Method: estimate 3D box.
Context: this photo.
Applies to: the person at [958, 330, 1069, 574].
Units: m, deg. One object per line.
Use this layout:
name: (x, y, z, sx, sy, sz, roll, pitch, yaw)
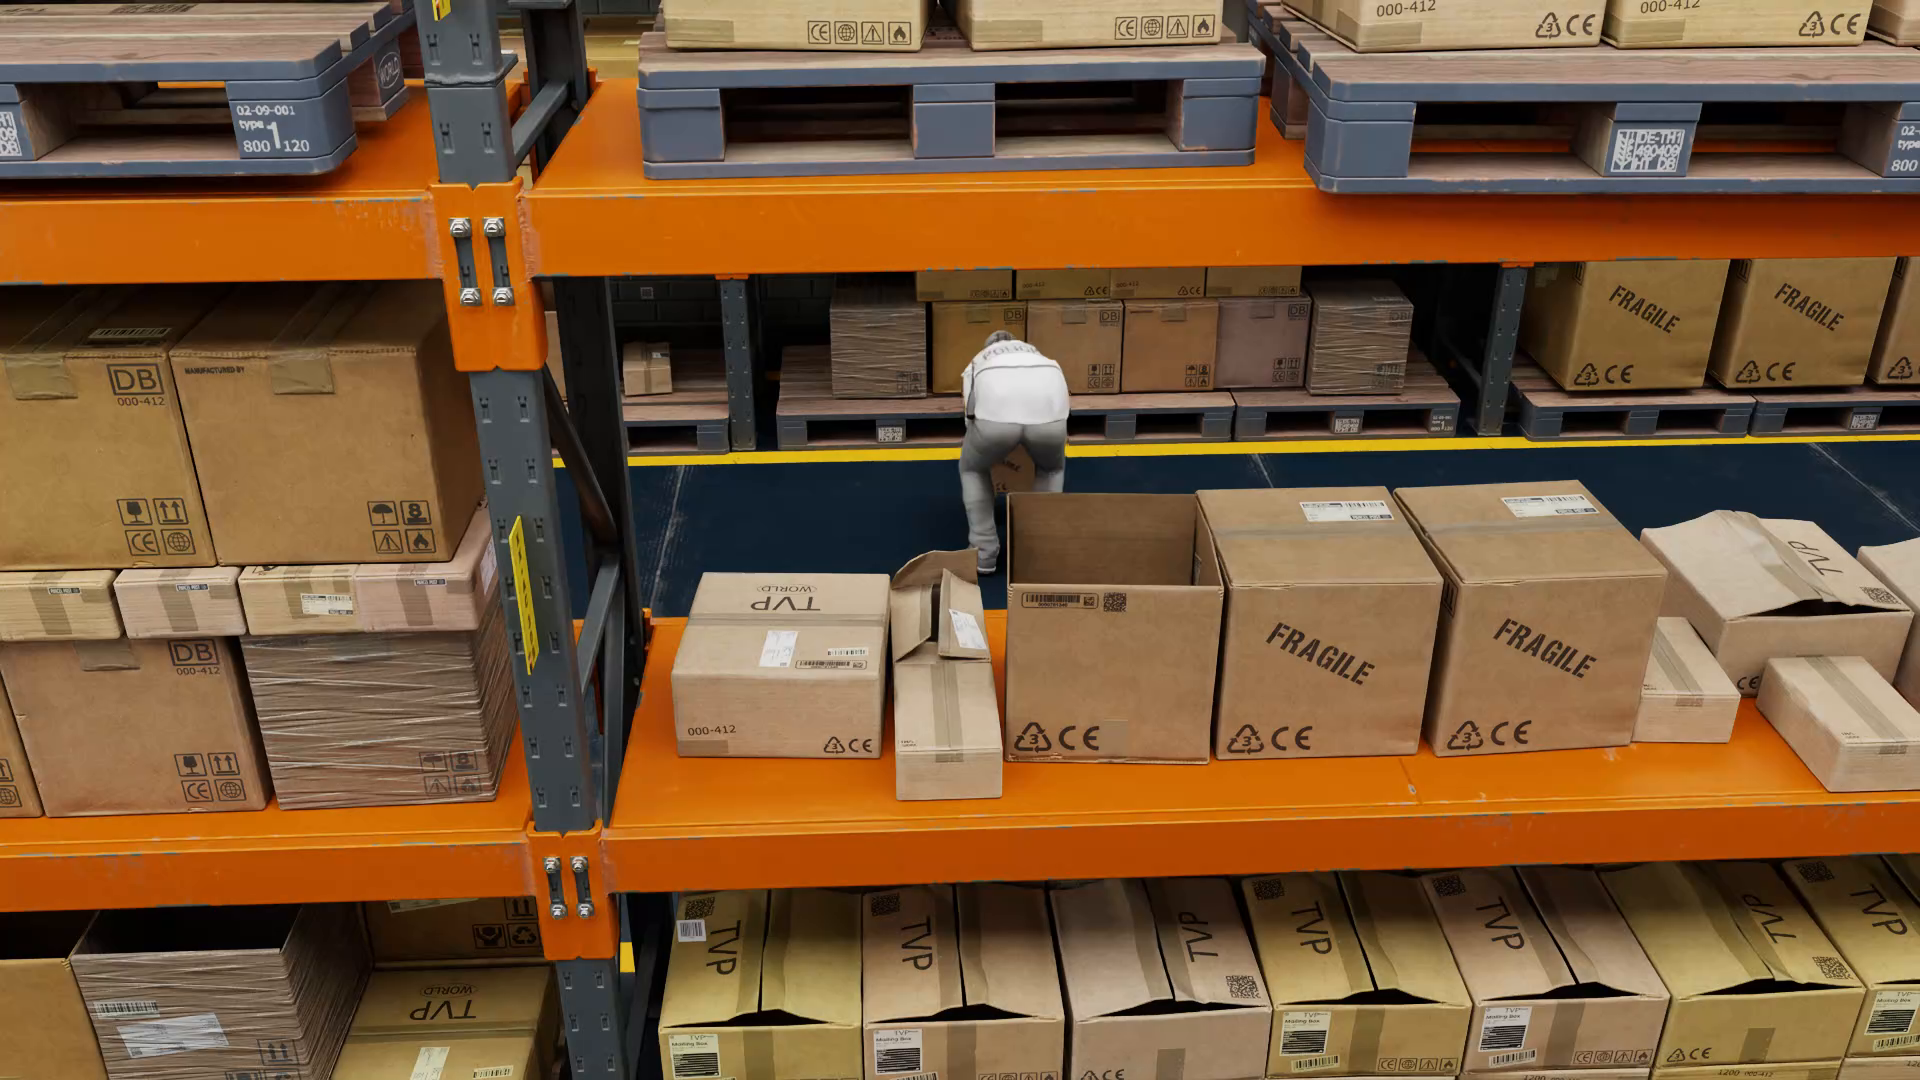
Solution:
person: (0.230, -0.437, 7.641, 0.492, 1.025, 0.951, -2, 28, -5)
